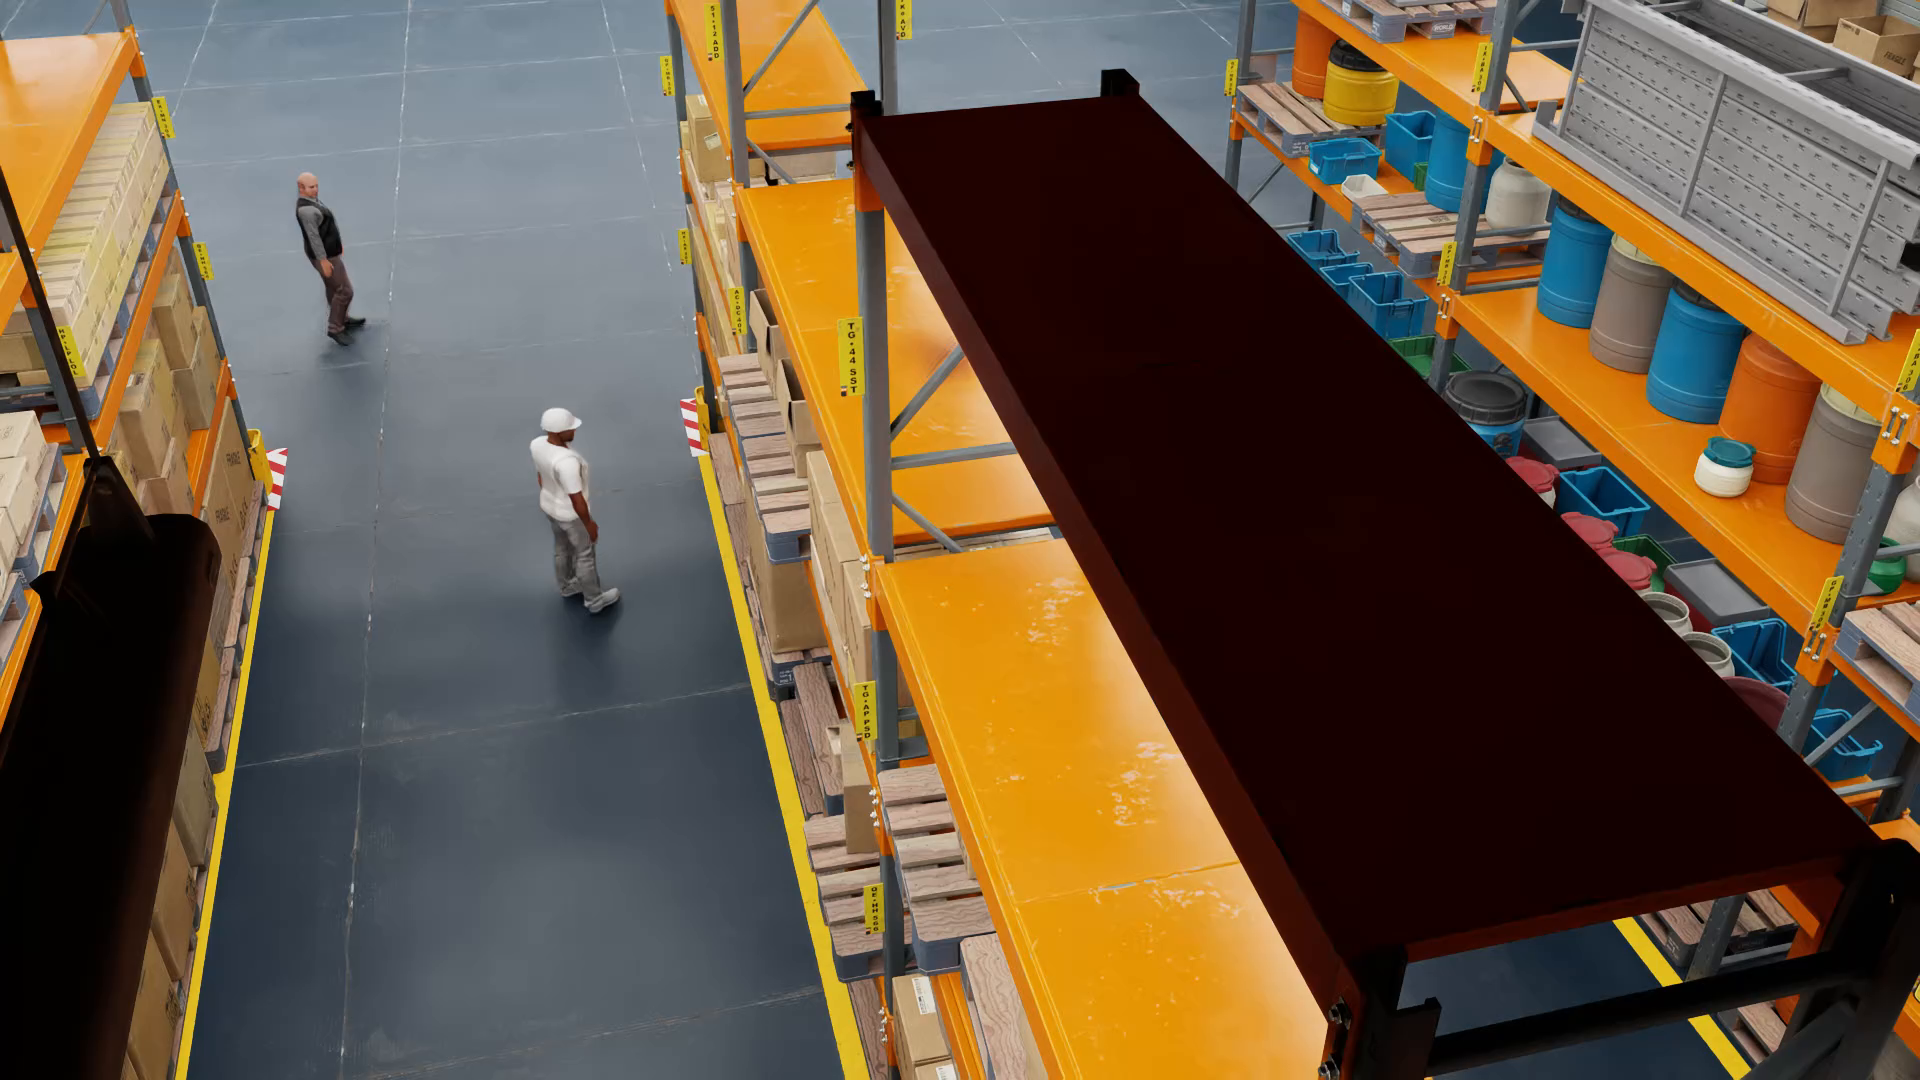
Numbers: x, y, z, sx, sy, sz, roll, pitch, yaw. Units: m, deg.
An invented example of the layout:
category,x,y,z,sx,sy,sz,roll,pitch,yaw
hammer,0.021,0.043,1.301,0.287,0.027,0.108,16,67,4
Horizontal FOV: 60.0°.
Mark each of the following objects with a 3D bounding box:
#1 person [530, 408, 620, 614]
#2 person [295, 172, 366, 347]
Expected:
category,x,y,z,sx,sy,sz,roll,pitch,yaw
person,-2.992,-0.250,12.878,0.443,1.769,0.630,-27,43,-34
person,-6.360,-2.849,16.771,0.447,1.771,0.625,-17,38,-23
